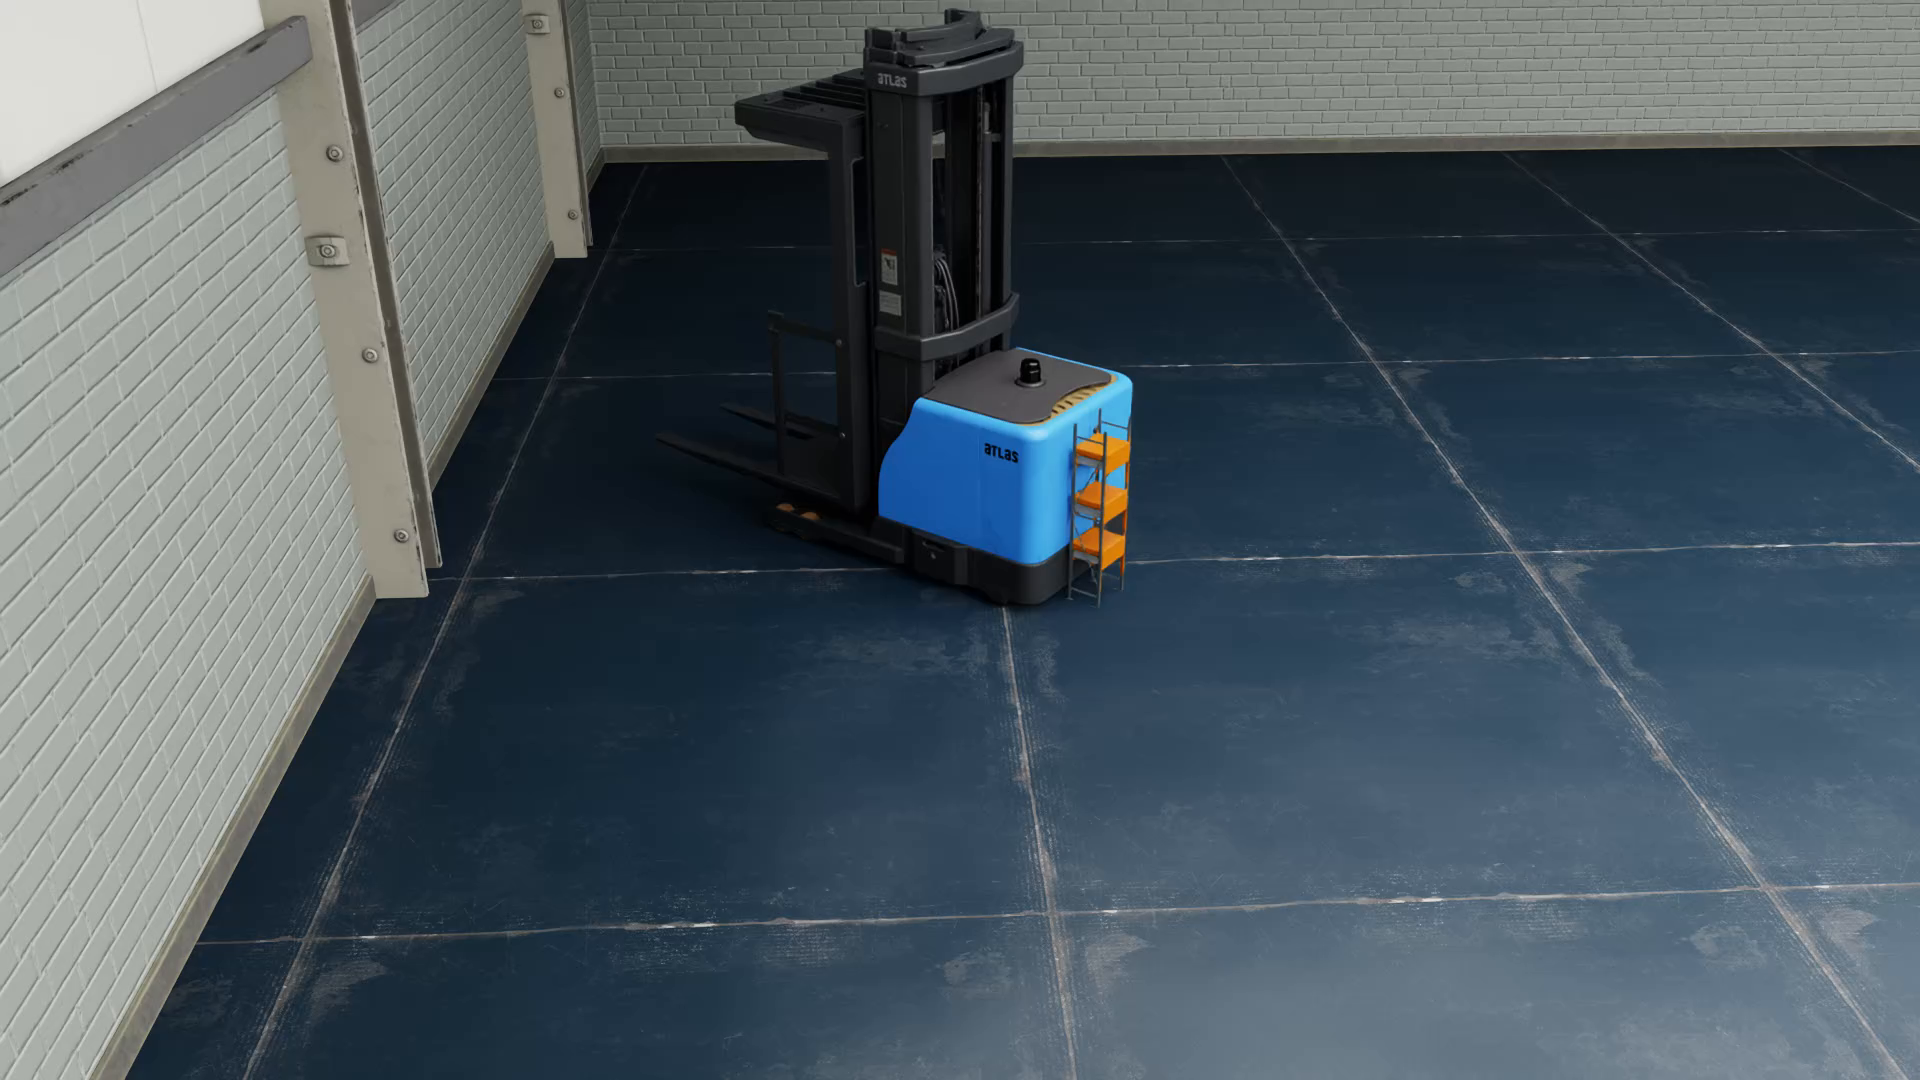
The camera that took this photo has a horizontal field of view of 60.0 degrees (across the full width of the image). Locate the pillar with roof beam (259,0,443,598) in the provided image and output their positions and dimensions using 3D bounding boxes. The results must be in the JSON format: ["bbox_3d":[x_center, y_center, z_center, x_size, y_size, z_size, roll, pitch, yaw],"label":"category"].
[{"bbox_3d":[1.201,-3.868,7.436,9.100,9.000,0.400,-1,28,-3],"label":"pillar with roof beam"}]

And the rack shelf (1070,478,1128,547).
[{"bbox_3d":[0.746,-0.151,8.928,0.215,0.259,0.240,19,33,31],"label":"rack shelf"}]

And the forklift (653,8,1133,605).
[{"bbox_3d":[-0.524,-1.475,9.409,3.031,2.935,1.130,19,33,31],"label":"forklift"}]

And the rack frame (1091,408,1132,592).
[{"bbox_3d":[0.818,-0.206,9.010,0.200,1.050,0.008,19,33,31],"label":"rack frame"}]

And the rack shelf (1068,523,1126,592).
[{"bbox_3d":[0.746,0.095,9.056,0.215,0.259,0.240,19,33,31],"label":"rack shelf"}]

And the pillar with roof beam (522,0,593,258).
[{"bbox_3d":[0.887,-6.639,12.748,9.100,9.000,0.400,-1,28,-3],"label":"pillar with roof beam"}]

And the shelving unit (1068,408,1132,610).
[{"bbox_3d":[0.746,-0.161,8.923,0.215,1.050,0.252,19,33,31],"label":"shelving unit"}]

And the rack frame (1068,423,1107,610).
[{"bbox_3d":[0.675,-0.115,8.835,0.200,1.050,0.008,19,33,31],"label":"rack frame"}]

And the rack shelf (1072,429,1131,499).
[{"bbox_3d":[0.746,-0.403,8.796,0.215,0.259,0.240,19,33,31],"label":"rack shelf"}]
